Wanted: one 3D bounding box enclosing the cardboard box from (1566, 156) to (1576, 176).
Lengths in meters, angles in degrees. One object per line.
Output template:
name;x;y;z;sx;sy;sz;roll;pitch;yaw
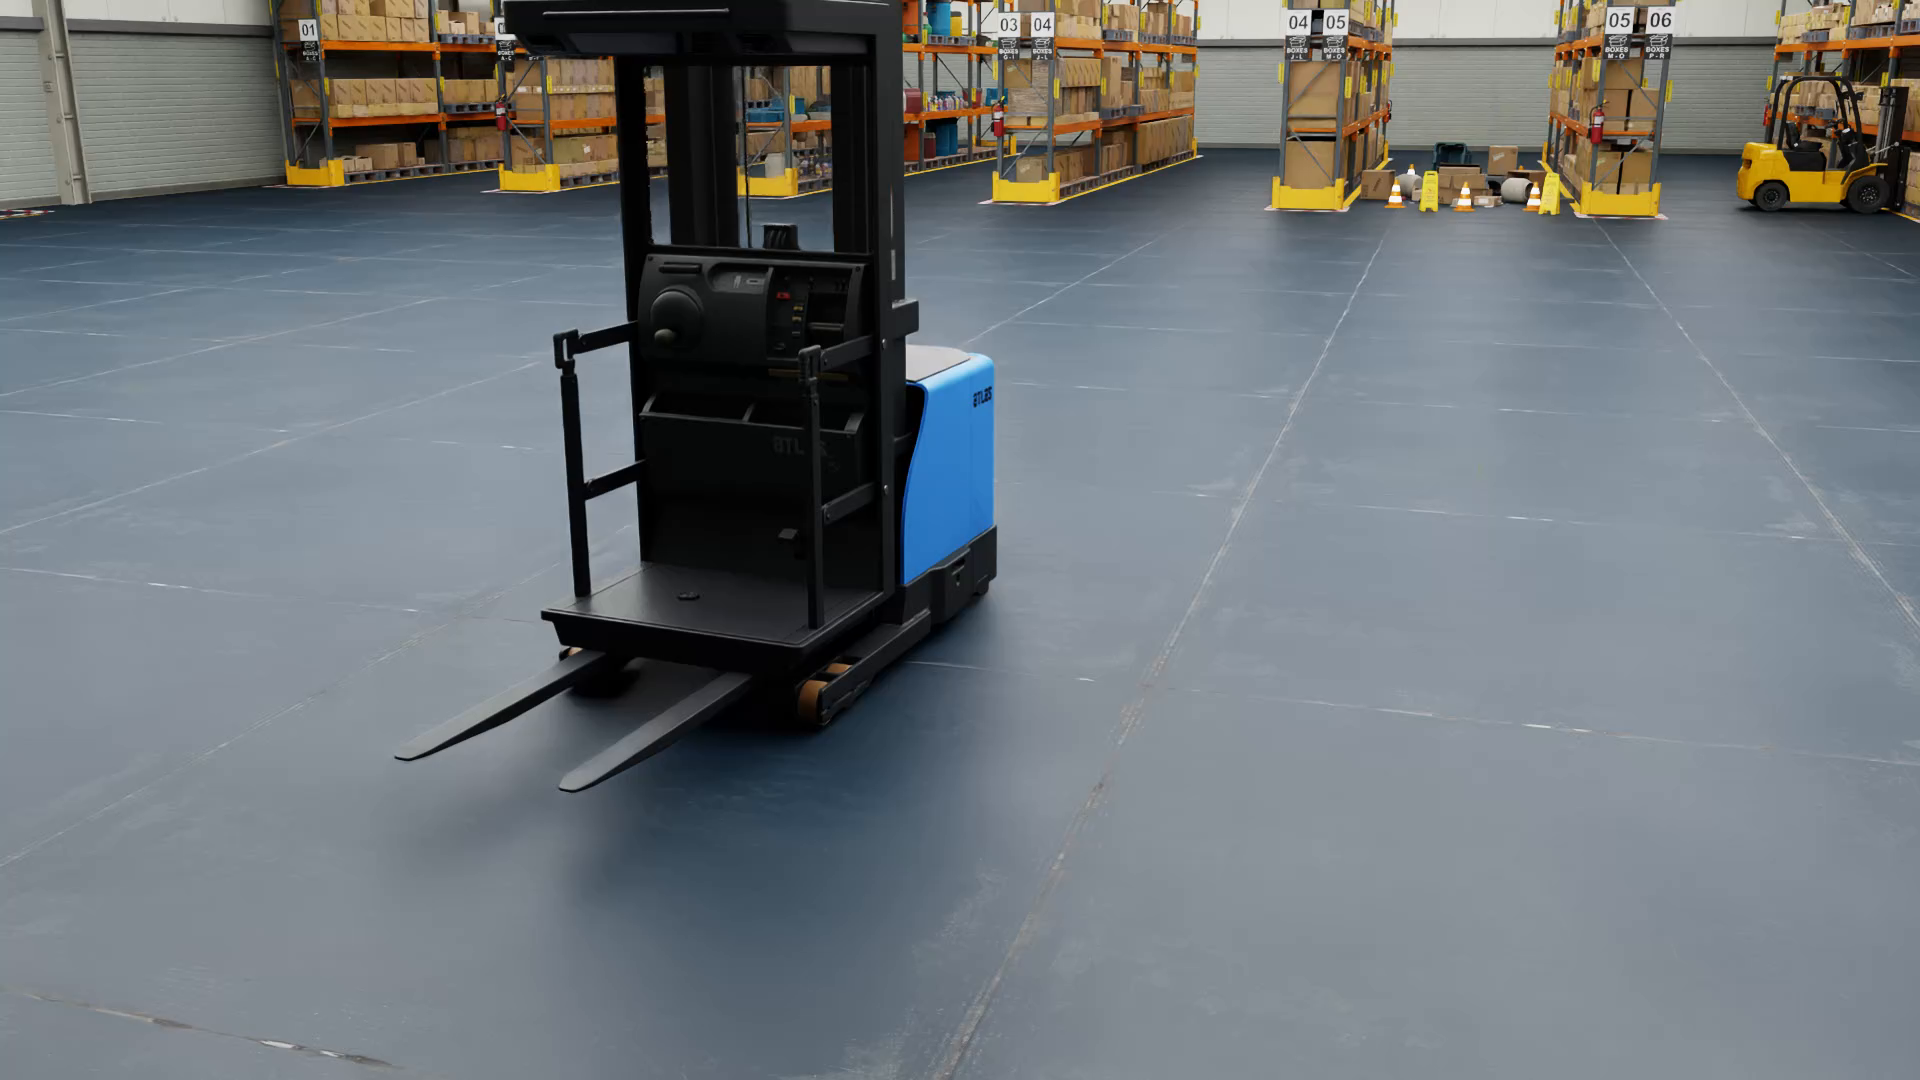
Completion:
cardboard box;12.558;-7.403;32.978;0.950;0.372;0.625;4;16;15

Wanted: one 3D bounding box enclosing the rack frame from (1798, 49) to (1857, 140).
rack frame;18.827;-9.468;36.214;1.000;3.000;0.127;5;16;16

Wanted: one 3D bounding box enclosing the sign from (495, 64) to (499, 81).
sign;-8.858;-8.967;31.891;0.100;0.325;0.005;5;16;16

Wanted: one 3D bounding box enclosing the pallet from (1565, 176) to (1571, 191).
pallet;12.358;-6.942;32.416;1.003;0.211;1.213;5;16;16

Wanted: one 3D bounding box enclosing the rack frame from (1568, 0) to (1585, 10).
rack frame;14.067;-12.738;36.749;1.000;3.000;0.127;5;16;16

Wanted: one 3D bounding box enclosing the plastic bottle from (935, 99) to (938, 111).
plastic bottle;-0.566;-10.255;39.222;0.097;0.271;0.097;0;16;0

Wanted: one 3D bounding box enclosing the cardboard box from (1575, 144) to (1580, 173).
cardboard box;11.367;-6.866;29.934;0.500;0.500;0.500;5;17;19

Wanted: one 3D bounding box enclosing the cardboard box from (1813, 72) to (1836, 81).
cardboard box;19.505;-10.269;37.392;0.500;0.500;0.500;4;16;14

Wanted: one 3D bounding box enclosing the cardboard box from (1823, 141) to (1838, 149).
cardboard box;17.635;-7.956;33.505;0.380;0.149;0.250;4;16;13

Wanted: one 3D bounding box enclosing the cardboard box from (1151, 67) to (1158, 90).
cardboard box;4.185;-10.805;38.905;0.797;0.503;0.637;5;17;16

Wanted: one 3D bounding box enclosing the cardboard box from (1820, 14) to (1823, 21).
cardboard box;18.021;-10.797;34.364;0.380;0.149;0.250;5;17;16

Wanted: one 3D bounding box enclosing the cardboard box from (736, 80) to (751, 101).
cardboard box;-5.554;-10.992;40.631;0.700;0.500;0.500;8;18;26

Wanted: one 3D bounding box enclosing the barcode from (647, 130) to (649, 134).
barcode;-6.733;-8.802;35.881;0.001;0.075;0.075;5;16;16

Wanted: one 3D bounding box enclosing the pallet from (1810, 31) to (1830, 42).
pallet;18.282;-10.384;34.290;1.213;0.211;1.003;5;16;16

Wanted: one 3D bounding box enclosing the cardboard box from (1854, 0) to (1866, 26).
cardboard box;17.250;-9.992;31.429;0.500;0.500;0.500;5;17;16

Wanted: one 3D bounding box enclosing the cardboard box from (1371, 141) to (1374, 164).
cardboard box;9.027;-8.728;37.415;0.500;0.500;0.500;4;16;15

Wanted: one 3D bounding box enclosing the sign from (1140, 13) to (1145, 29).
sign;3.948;-11.223;35.957;0.100;0.325;0.005;5;16;16

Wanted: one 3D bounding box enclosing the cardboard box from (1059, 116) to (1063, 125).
cardboard box;1.639;-7.545;29.892;0.380;0.149;0.250;5;16;16

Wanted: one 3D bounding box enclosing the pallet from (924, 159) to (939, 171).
pallet;-1.136;-8.826;39.061;1.003;0.211;1.213;5;16;16

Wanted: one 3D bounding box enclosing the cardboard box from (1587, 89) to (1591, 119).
cardboard box;10.839;-7.329;27.942;0.500;0.500;0.500;5;16;16

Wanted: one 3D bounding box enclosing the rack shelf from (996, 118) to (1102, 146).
rack shelf;1.723;-7.658;31.151;1.077;0.370;4.000;5;16;16

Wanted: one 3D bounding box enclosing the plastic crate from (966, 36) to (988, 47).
plastic crate;0.432;-12.689;42.310;0.497;0.269;0.590;5;16;16

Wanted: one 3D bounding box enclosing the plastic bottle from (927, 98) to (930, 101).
plastic bottle;-0.798;-10.600;40.430;0.152;0.276;0.135;5;16;16

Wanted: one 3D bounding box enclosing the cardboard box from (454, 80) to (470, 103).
cardboard box;-11.613;-10.216;37.860;0.700;0.500;0.500;6;17;22

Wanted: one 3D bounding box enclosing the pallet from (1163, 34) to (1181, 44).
pallet;4.808;-12.234;40.631;1.003;0.211;1.213;5;16;16

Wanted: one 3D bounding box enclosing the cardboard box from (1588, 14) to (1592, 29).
cardboard box;11.406;-9.179;29.428;0.500;0.250;0.500;4;16;15

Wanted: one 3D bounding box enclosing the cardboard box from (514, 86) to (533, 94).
cardboard box;-8.416;-8.725;32.222;0.380;0.149;0.250;4;16;15

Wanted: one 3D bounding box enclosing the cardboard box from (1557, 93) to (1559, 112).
cardboard box;13.953;-10.041;38.052;0.500;0.500;0.500;5;17;16

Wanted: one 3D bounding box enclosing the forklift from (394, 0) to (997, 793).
forklift;-0.867;-0.871;6.031;1.130;2.935;3.031;6;17;22

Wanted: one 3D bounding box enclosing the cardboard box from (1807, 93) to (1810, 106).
cardboard box;18.064;-9.272;34.998;0.396;0.266;0.258;5;17;19

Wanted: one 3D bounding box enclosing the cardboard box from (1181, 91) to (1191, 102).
cardboard box;5.674;-11.458;42.959;0.500;0.250;0.500;4;16;15

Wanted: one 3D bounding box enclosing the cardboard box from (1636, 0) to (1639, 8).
cardboard box;11.009;-8.563;26.524;0.380;0.149;0.250;5;16;16

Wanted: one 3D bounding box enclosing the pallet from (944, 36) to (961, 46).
pallet;-0.632;-11.847;39.451;1.003;0.211;1.213;5;16;16

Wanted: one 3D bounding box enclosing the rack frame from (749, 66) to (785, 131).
rack frame;-4.932;-11.390;42.989;1.000;3.000;0.127;5;16;16

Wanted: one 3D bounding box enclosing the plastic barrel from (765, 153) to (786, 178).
plastic barrel;-3.480;-7.049;31.473;0.421;0.512;0.421;0;16;0

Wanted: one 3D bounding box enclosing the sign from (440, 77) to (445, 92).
sign;-11.433;-10.056;36.701;0.100;0.325;0.005;5;16;16

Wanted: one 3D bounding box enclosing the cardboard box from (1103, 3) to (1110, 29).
cardboard box;2.520;-10.338;32.824;0.797;0.503;0.637;4;16;13

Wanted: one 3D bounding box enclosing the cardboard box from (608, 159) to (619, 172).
cardboard box;-7.407;-7.776;34.516;0.500;0.250;0.500;5;16;16

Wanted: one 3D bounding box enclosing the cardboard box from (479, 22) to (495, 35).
cardboard box;-11.276;-11.897;39.054;0.797;0.503;0.637;7;17;24

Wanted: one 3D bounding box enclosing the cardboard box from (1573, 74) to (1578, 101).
cardboard box;12.439;-8.962;32.932;0.500;0.500;0.500;6;17;19

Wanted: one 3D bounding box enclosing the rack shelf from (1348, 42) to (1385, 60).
rack shelf;8.724;-10.783;36.672;1.077;0.370;4.000;5;16;16

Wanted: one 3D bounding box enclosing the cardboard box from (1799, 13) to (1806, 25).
cardboard box;18.875;-11.507;36.718;0.500;0.250;0.500;4;16;15

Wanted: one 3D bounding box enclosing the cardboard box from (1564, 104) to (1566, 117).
cardboard box;12.955;-9.021;34.911;0.500;0.250;0.500;5;17;17

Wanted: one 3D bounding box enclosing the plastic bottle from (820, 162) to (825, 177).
plastic bottle;-2.698;-7.278;32.664;0.061;0.283;0.133;5;17;17

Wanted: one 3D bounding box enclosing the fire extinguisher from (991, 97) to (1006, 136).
fire extinguisher;0.681;-7.450;29.239;0.296;0.674;0.183;5;16;16

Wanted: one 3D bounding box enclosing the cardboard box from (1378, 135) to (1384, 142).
cardboard box;10.443;-10.076;41.720;0.380;0.149;0.250;4;16;15

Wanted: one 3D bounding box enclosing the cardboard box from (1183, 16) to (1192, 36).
cardboard box;5.606;-13.268;42.978;0.700;0.500;0.500;4;16;13

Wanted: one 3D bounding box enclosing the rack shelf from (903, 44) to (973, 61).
rack shelf;-0.752;-11.579;39.475;1.077;0.370;4.000;5;16;16

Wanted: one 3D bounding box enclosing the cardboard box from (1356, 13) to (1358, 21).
cardboard box;6.717;-9.104;28.941;0.380;0.149;0.250;5;17;16

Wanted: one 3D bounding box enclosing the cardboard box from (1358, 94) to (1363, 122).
cardboard box;7.426;-8.281;31.846;0.500;0.500;0.500;5;17;16

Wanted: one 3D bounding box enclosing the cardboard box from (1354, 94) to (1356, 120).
cardboard box;6.925;-8.091;31.085;0.875;0.550;0.550;5;16;16
